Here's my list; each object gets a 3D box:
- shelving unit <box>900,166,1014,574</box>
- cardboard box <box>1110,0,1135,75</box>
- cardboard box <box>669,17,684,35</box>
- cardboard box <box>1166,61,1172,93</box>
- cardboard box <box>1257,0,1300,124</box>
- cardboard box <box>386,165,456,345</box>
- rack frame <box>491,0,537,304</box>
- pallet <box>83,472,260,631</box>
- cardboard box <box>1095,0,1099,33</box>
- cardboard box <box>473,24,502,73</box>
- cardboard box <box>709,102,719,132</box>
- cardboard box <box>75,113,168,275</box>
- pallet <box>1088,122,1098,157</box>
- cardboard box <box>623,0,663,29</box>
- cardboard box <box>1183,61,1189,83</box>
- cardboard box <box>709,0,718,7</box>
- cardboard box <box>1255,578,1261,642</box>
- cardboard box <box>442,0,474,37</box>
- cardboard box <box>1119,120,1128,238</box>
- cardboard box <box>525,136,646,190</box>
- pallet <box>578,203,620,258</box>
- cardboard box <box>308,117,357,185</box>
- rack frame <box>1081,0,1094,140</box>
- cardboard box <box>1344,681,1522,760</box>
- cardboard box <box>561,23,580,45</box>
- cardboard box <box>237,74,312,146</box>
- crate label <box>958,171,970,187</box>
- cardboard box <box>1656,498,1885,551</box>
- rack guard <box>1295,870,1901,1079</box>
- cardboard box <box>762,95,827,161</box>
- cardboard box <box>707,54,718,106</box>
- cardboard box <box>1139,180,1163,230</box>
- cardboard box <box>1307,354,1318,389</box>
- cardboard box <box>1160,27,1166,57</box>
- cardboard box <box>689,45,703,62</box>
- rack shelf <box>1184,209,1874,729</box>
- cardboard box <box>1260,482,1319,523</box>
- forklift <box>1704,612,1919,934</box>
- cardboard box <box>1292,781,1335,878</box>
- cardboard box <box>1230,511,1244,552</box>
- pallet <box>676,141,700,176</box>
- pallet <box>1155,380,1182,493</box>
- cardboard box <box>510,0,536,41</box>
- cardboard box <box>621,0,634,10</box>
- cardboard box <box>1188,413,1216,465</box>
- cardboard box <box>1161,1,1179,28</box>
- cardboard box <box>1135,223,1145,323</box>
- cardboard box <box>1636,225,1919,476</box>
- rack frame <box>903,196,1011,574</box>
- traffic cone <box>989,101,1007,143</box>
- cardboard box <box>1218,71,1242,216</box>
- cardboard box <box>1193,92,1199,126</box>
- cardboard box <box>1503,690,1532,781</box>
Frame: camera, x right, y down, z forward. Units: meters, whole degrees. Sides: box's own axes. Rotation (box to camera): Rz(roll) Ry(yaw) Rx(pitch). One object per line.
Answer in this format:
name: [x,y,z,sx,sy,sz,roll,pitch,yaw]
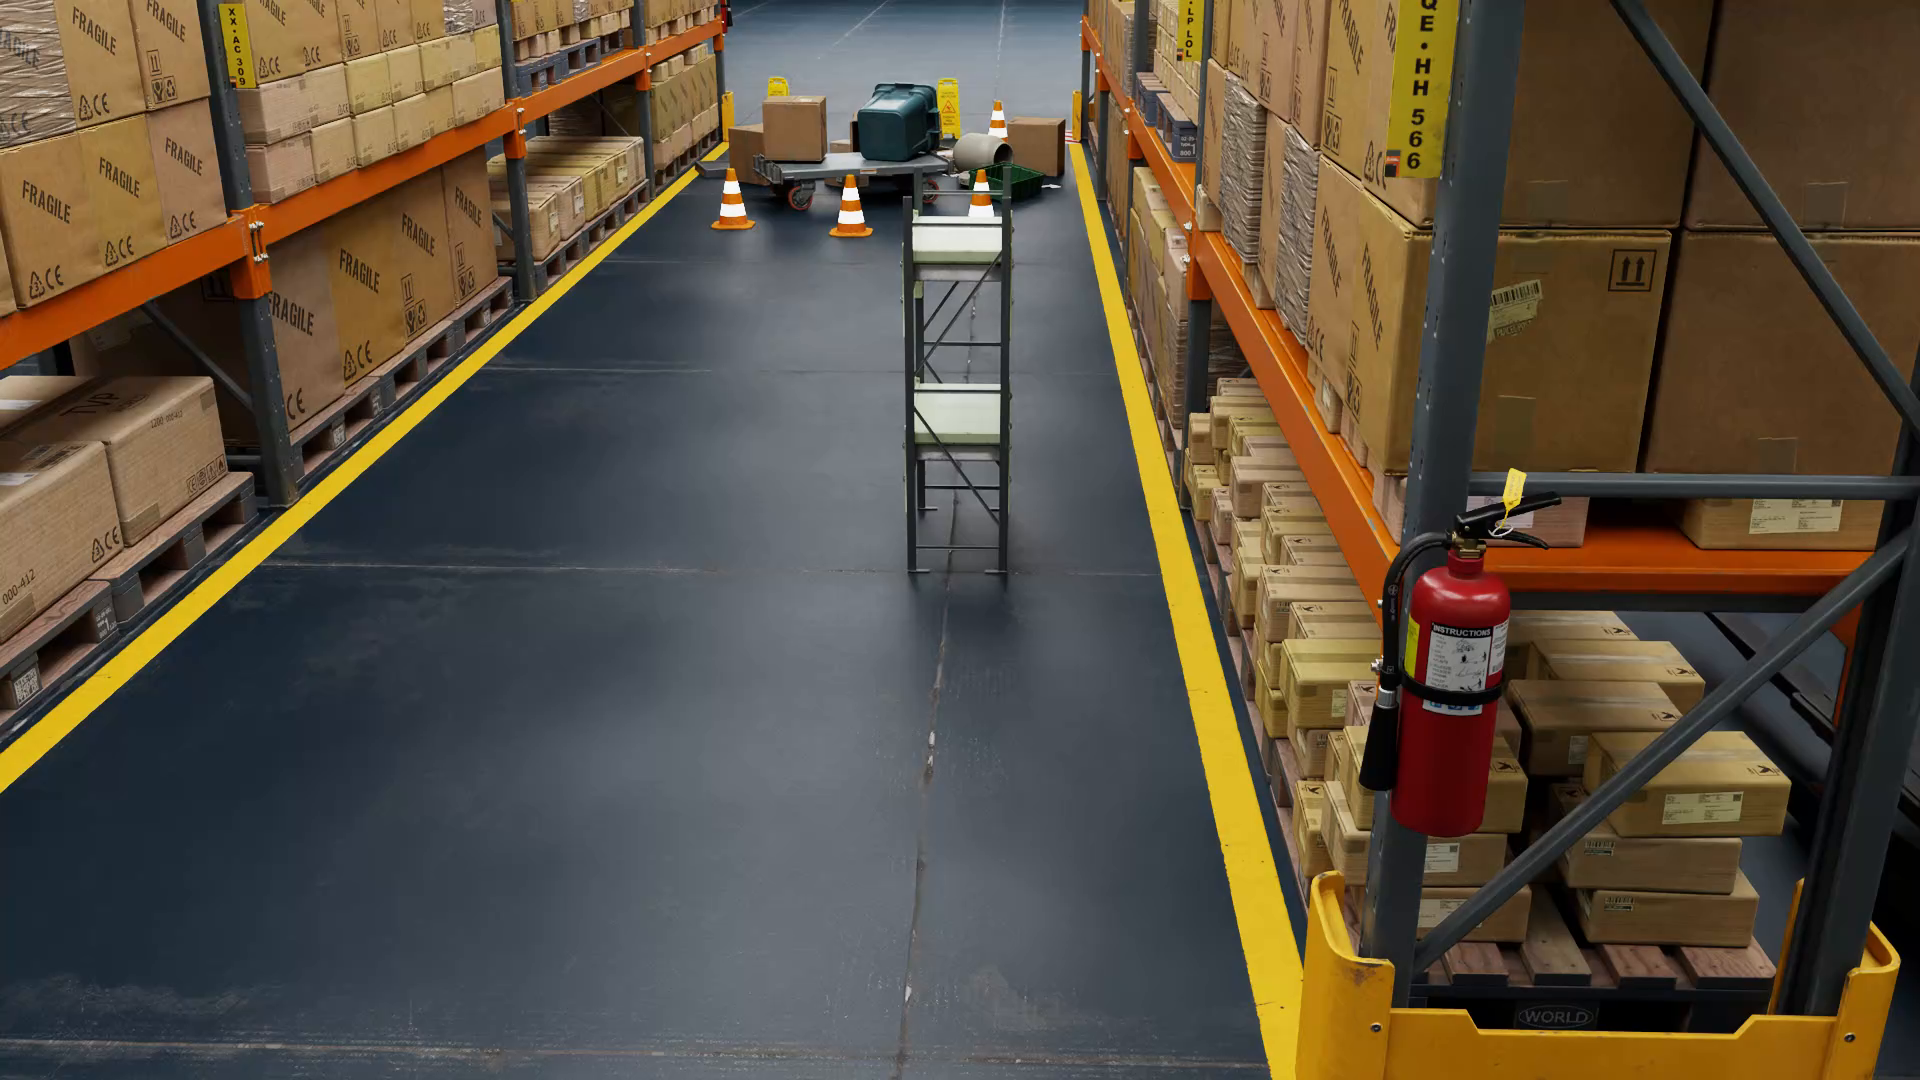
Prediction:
shelving unit: [0.000,-0.702,6.764,0.431,1.500,0.755,1,21,2]
cardboard box: [1.389,-3.746,12.398,0.500,0.500,0.500,1,21,2]
cardboard box: [-2.851,-4.907,15.875,0.380,0.149,0.250,1,21,2]
cardboard box: [1.362,-2.614,9.385,0.380,0.149,0.250,2,21,4]
cardboard box: [1.157,-1.477,4.756,0.500,0.500,0.500,0,21,0]
cardboard box: [-3.486,-1.639,9.462,0.875,0.875,0.875,1,21,2]
rack frame: [-3.351,-3.005,10.626,1.000,3.000,0.127,1,21,2]
pallet: [-3.574,0.016,6.697,1.003,0.211,1.213,1,21,2]
cardboard box: [1.765,-5.222,16.134,0.875,0.550,0.500,1,21,2]
cardboard box: [-3.112,-2.990,10.104,0.500,0.250,0.500,1,21,1]
cardboard box: [-2.864,-4.507,17.719,0.500,0.250,0.500,1,21,1]
cardboard box: [-3.241,-1.249,5.962,0.500,0.500,0.500,0,21,0]
pallet: [1.897,-4.289,17.792,1.003,0.211,1.213,1,21,2]
cardboard box: [-2.937,-4.792,14.684,0.500,0.500,0.500,1,21,1]
cardboard box: [1.329,-2.381,8.373,0.380,0.149,0.250,1,21,2]
cardboard box: [-2.849,-5.883,17.496,0.500,0.500,0.500,0,21,1]
cardboard box: [1.131,0.239,5.217,0.380,0.149,0.250,2,21,4]
cardboard box: [-3.113,-3.142,9.460,0.500,0.500,0.500,1,21,3]
cardboard box: [1.732,-2.669,12.291,1.050,0.750,0.750,1,21,2]
cardboard box: [-3.243,-3.232,14.264,0.950,0.372,0.625,1,21,2]
pallet: [-3.286,-2.427,12.993,1.003,0.211,1.213,1,21,2]
cardboard box: [-3.181,-1.832,7.811,0.500,0.250,0.500,0,21,0]
rack frame: [1.843,-5.879,18.035,1.000,3.000,0.127,1,21,2]
cardboard box: [1.184,0.477,4.190,0.380,0.149,0.250,1,21,3]
cardboard box: [-3.058,-3.783,12.398,0.380,0.149,0.250,1,21,3]
cardboard box: [-3.177,-1.878,7.238,0.500,0.250,0.500,0,21,0]
crate label: [0.140,-3.358,15.494,0.298,0.136,0.250,-16,26,-35]
cardboard box: [1.694,-0.091,3.463,0.380,0.149,0.250,0,21,1]
rack guard: [1.359,1.044,3.648,1.175,0.500,0.348,1,21,2]
cardboard box: [-1.449,-3.630,14.646,0.500,0.500,0.500,1,21,2]
cardboard box: [-2.871,-4.868,17.613,0.500,0.500,0.500,1,21,2]
cardboard box: [1.322,-1.937,9.712,0.500,0.250,0.500,0,21,1]
cardboard box: [1.144,-0.466,4.431,0.380,0.149,0.250,0,21,-1]
cardboard box: [1.378,-2.934,9.798,0.380,0.149,0.250,2,21,4]
cardboard box: [-2.826,-4.946,16.917,0.380,0.149,0.250,1,21,3]
rack shelf: [1.417,-0.482,5.119,1.077,0.370,4.000,1,21,2]
cardboard box: [1.234,-0.086,5.643,0.380,0.149,0.250,0,21,-1]
forklift: [2.994,-0.420,4.059,1.130,2.935,3.031,-1,21,-2]
cardboard box: [1.071,0.752,4.304,0.380,0.149,0.250,1,21,3]
cardboard box: [1.225,0.000,6.243,0.380,0.149,0.250,0,21,1]
pallet: [-3.210,-3.837,16.625,1.003,0.211,1.213,1,21,2]
pallet: [1.501,-0.522,8.083,1.003,0.211,1.213,1,21,2]
cardboard box: [-3.106,-3.546,10.891,0.500,0.500,0.500,0,21,0]
cardboard box: [-3.014,-4.663,13.769,0.500,0.500,0.500,0,21,1]
cardboard box: [1.147,-0.418,6.910,0.380,0.149,0.250,2,21,4]
cardboard box: [1.387,-3.081,9.766,0.380,0.149,0.250,0,21,0]
cardboard box: [1.312,-1.583,9.836,0.500,0.500,0.500,1,21,2]
cardboard box: [1.646,-0.439,3.464,0.500,0.500,0.500,2,21,4]
rack frame: [-0.011,-0.569,6.423,0.400,1.500,0.023,1,21,2]
traffic cone: [0.408,-4.520,18.039,0.336,0.463,0.334,1,21,2]
cardboard box: [1.203,-1.371,5.865,0.500,0.500,0.500,1,21,2]
cardboard box: [1.317,-2.040,7.906,0.380,0.149,0.250,0,21,-1]
cardboard box: [1.613,0.526,4.476,0.380,0.149,0.250,1,21,2]
